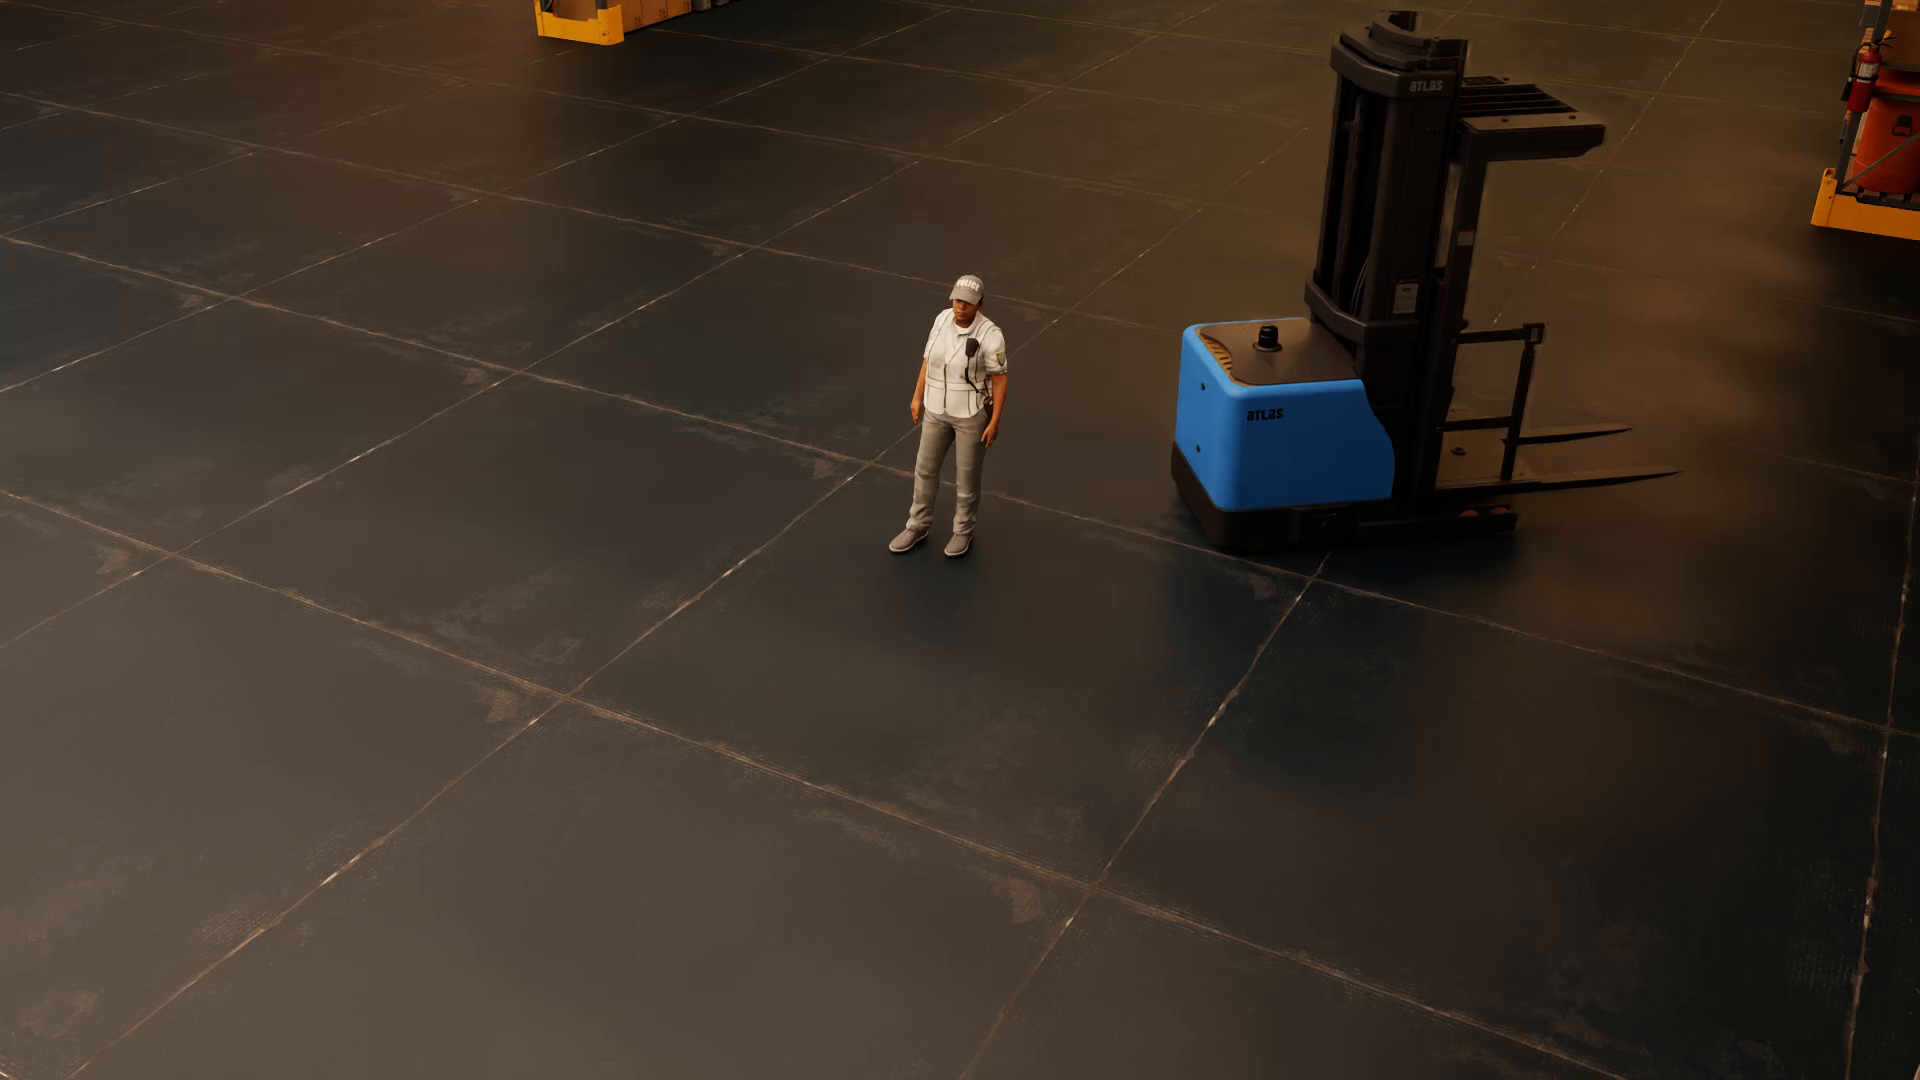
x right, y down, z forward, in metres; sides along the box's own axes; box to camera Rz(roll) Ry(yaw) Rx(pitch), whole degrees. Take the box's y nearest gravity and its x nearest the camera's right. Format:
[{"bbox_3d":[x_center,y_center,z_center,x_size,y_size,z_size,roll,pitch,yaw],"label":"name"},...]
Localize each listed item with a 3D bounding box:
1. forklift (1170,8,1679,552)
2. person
[{"bbox_3d":[2.905,-1.539,9.737,3.031,2.935,1.130,-5,30,-8],"label":"forklift"},{"bbox_3d":[-0.057,-0.700,9.534,0.598,1.670,0.529,15,33,25],"label":"person"}]
